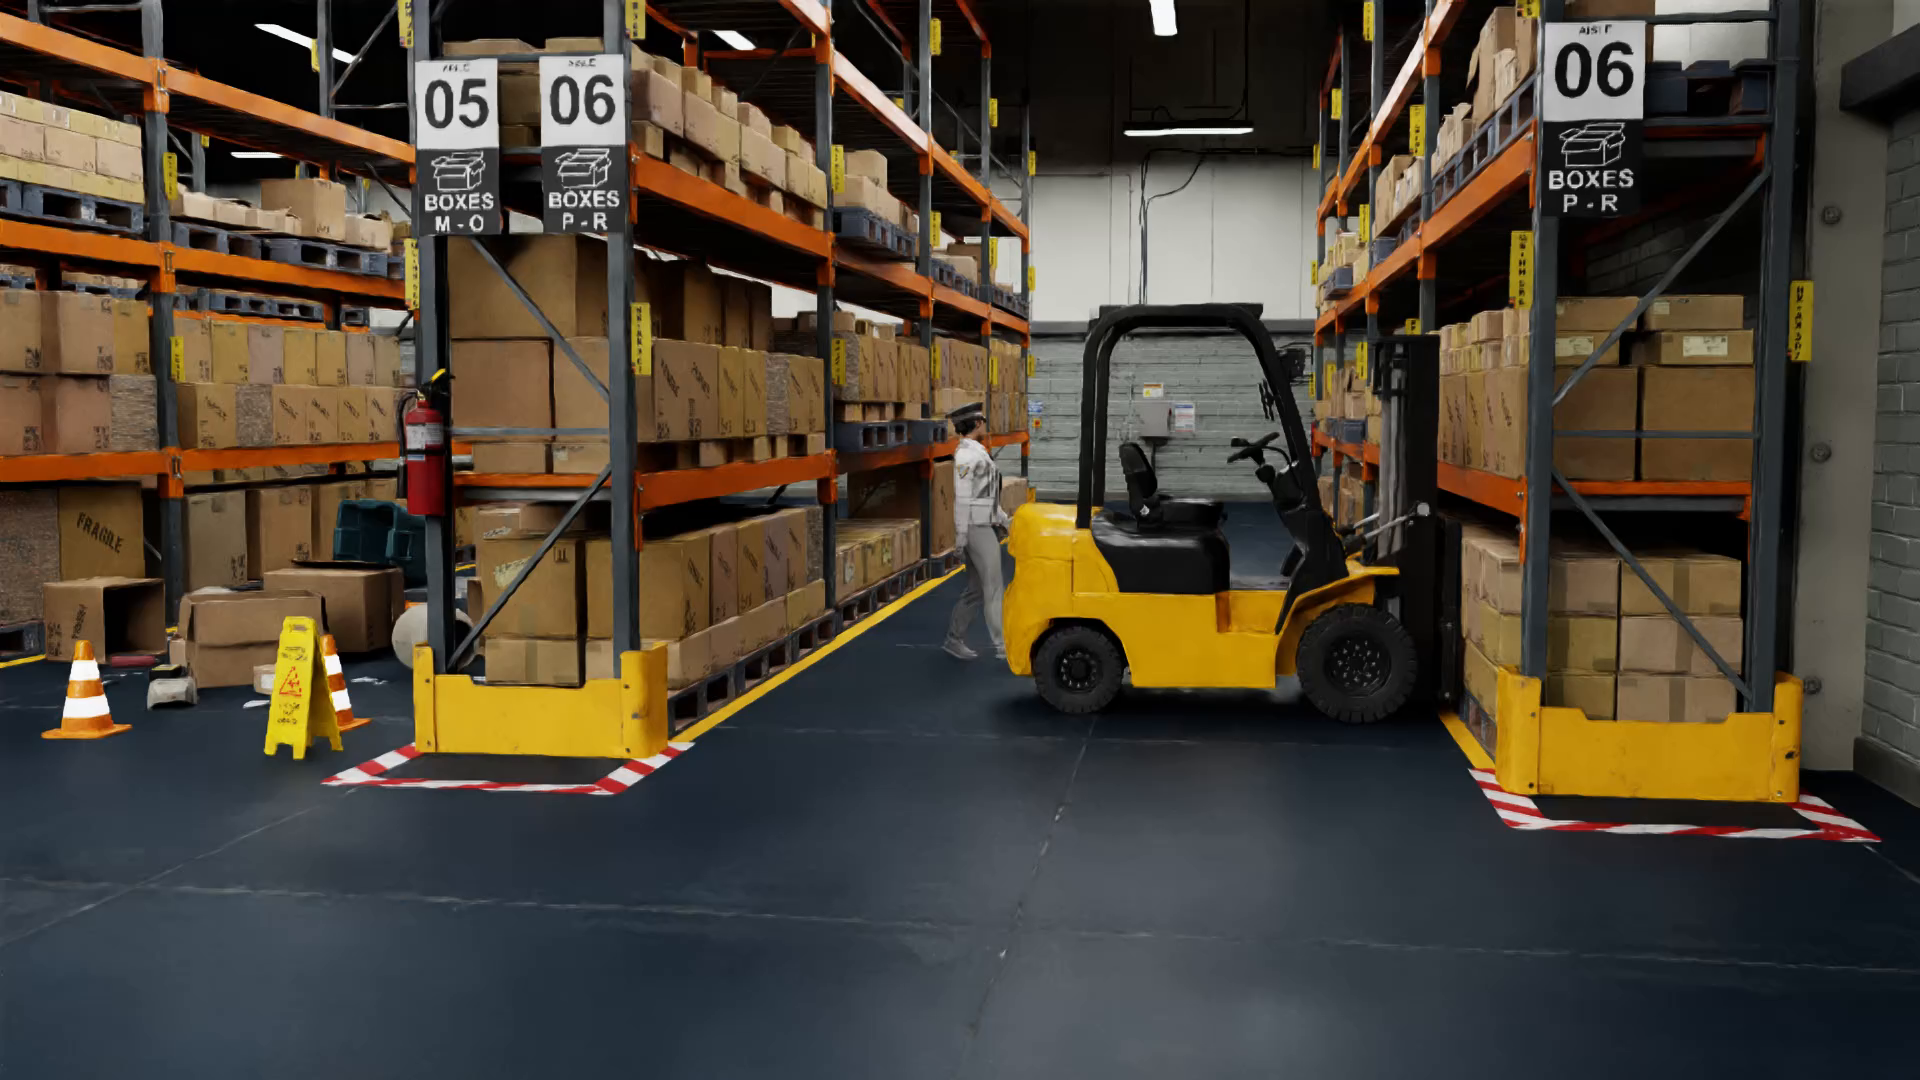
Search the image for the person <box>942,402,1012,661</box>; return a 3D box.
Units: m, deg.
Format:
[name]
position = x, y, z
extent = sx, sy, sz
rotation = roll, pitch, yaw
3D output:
[person]
position = 0.195, -0.046, 10.577
extent = 0.646, 1.664, 0.663
rotation = 0, 5, 3
